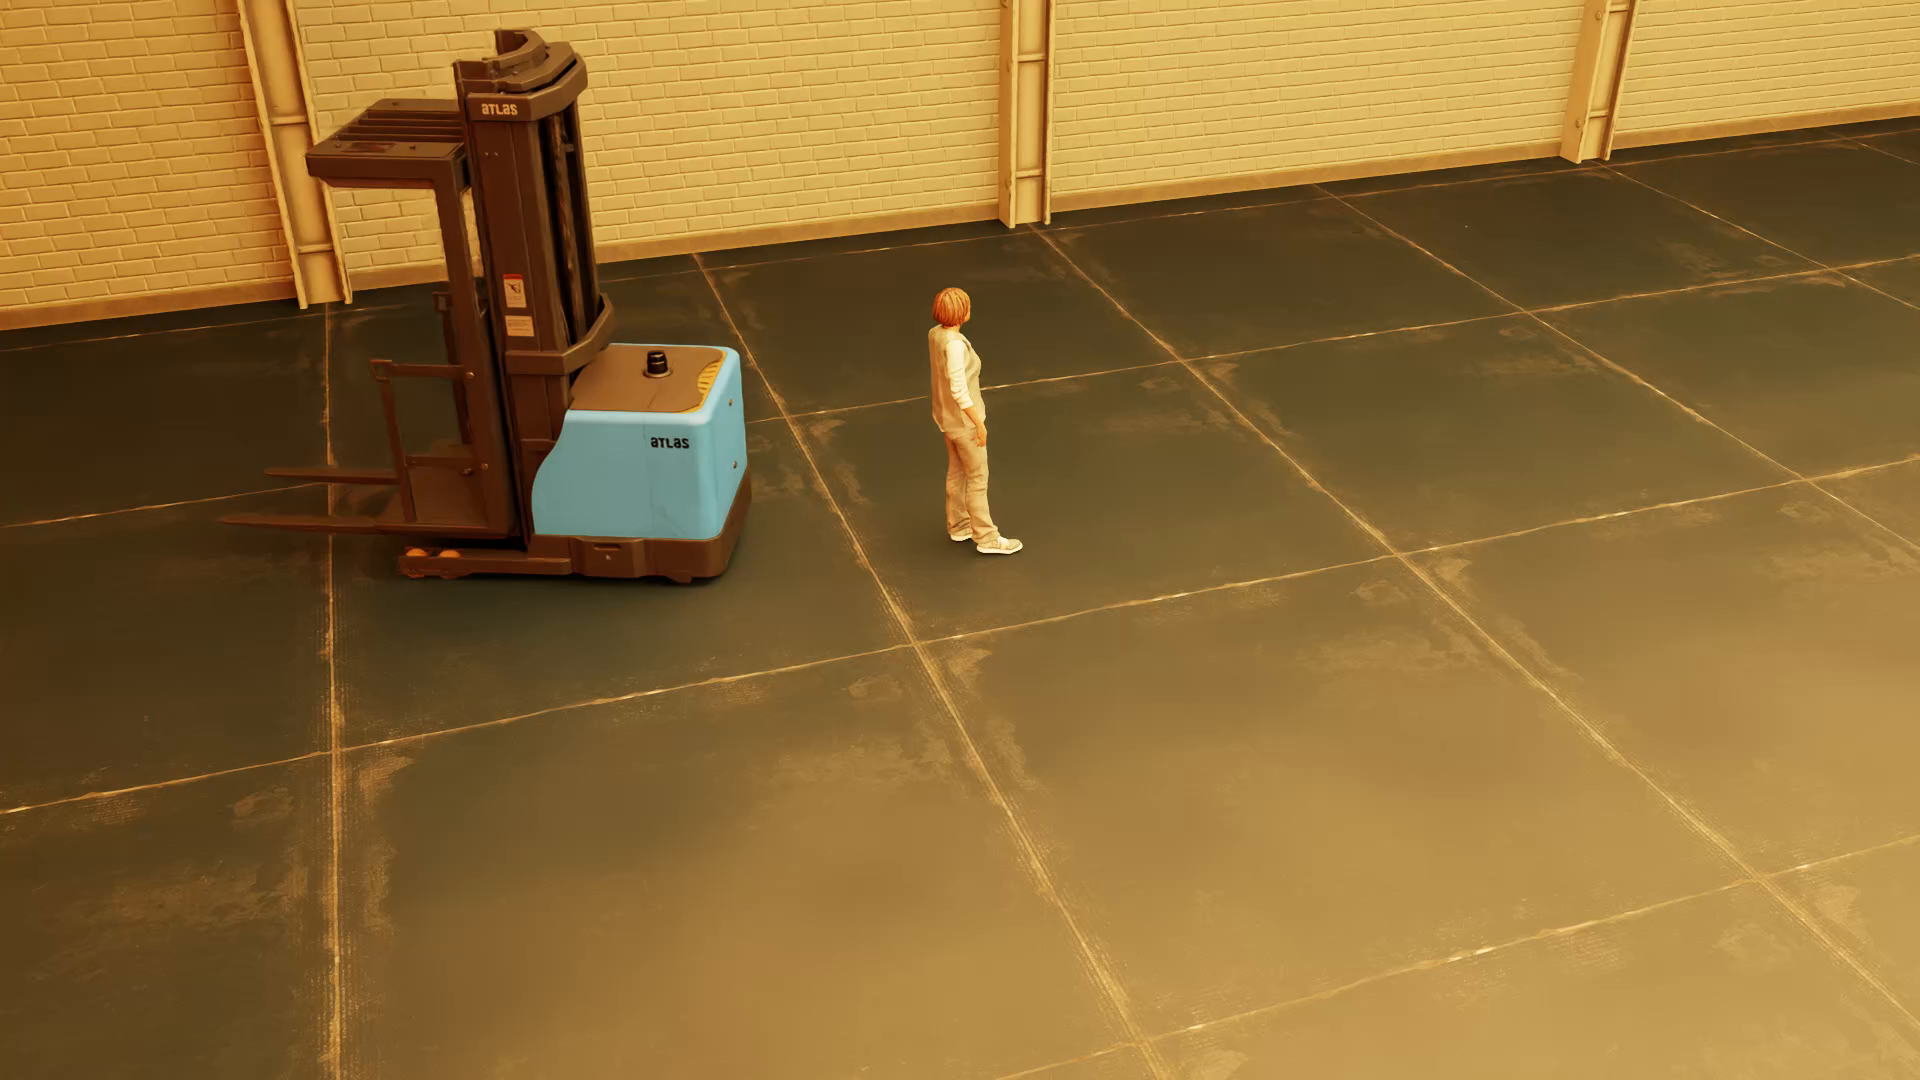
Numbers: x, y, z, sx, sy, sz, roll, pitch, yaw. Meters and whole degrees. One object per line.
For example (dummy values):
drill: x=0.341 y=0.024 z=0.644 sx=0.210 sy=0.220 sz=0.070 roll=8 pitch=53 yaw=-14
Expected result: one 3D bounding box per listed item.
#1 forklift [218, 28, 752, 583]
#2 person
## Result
forklift: x=-2.833 y=-1.303 z=9.352 sx=3.031 sy=2.935 sz=1.130 roll=2 pitch=30 yaw=3
person: x=0.074 y=-0.704 z=9.633 sx=0.475 sy=1.597 sz=0.520 roll=-10 pitch=31 yaw=-16
